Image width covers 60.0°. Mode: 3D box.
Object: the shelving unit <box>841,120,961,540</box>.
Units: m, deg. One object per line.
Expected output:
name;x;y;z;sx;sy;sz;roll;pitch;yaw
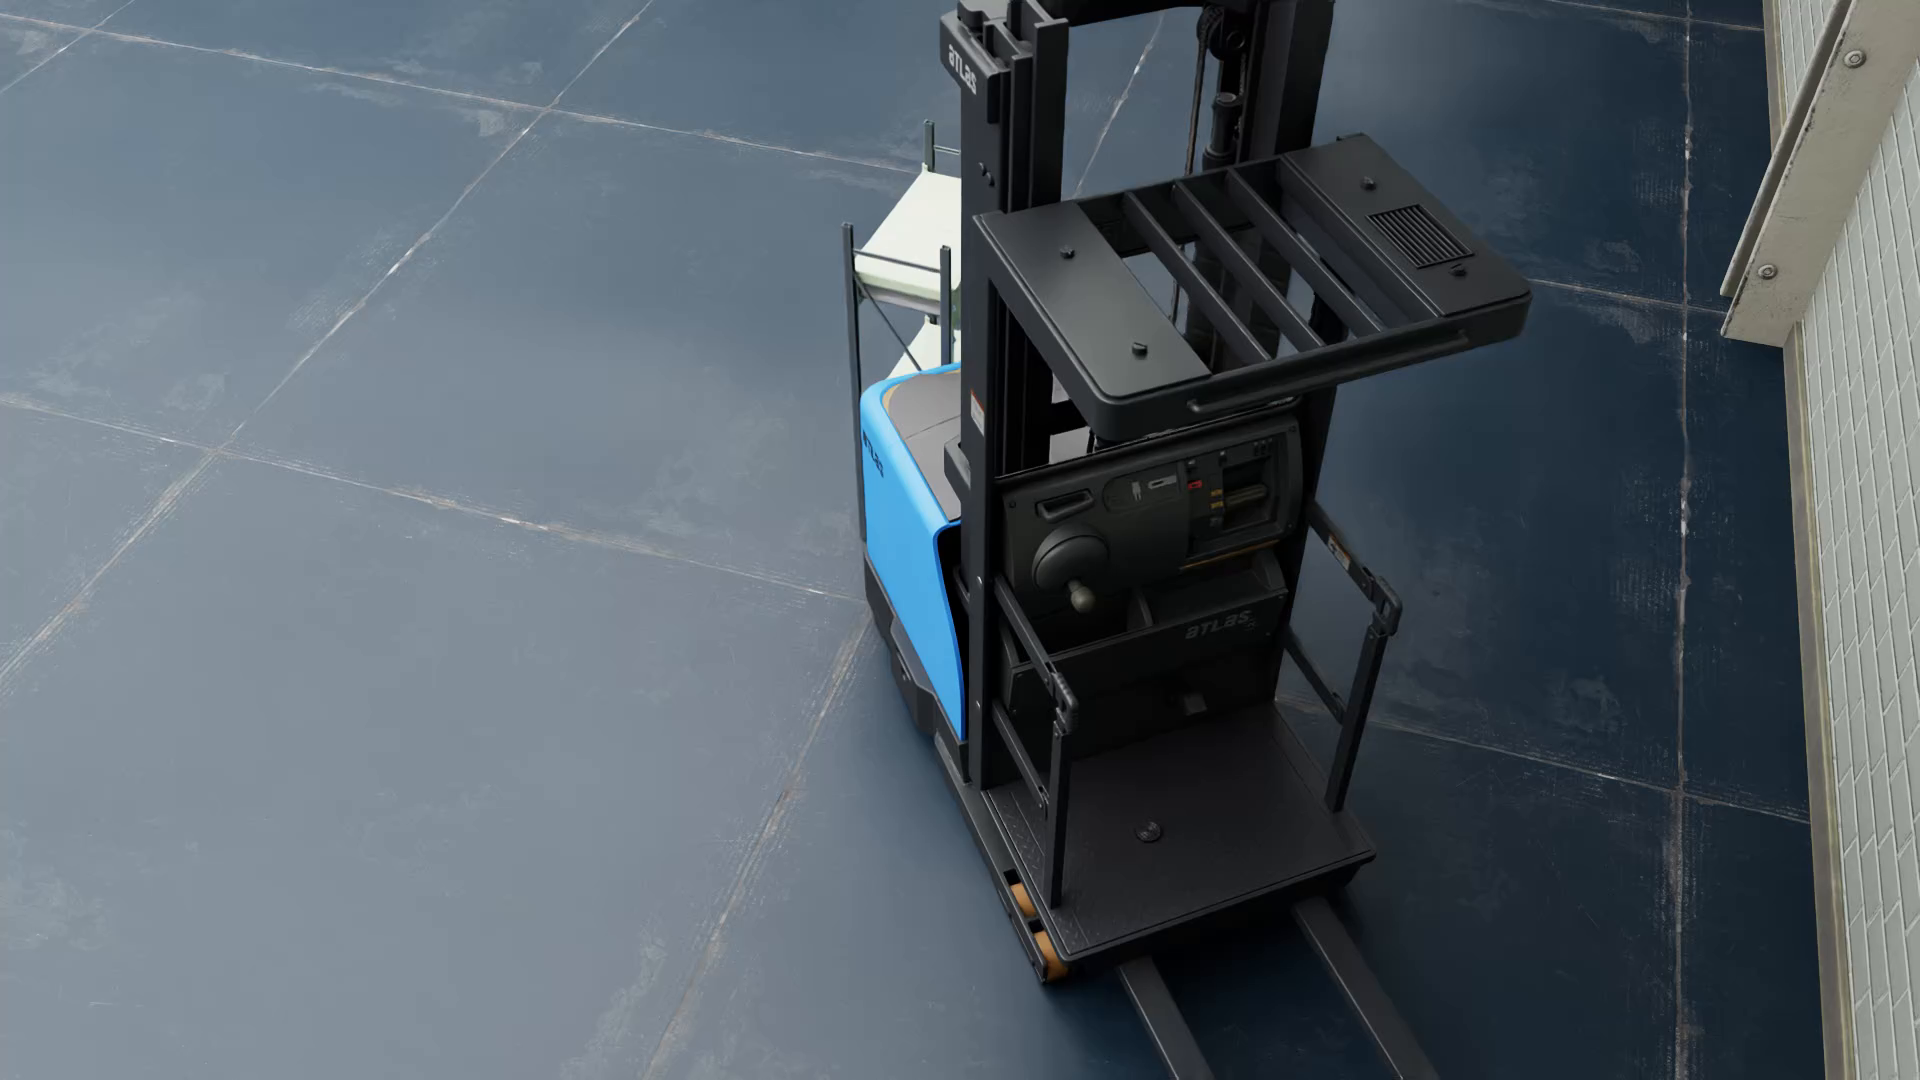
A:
shelving unit;-0.082;-0.738;6.432;0.431;1.500;0.755;16;47;15

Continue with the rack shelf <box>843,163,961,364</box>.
rack shelf;-0.082;-1.017;6.159;0.431;0.370;0.720;16;47;15

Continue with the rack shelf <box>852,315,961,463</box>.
rack shelf;-0.082;-0.505;6.660;0.431;0.370;0.720;16;47;15

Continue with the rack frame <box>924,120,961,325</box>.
rack frame;0.054;-0.976;6.675;0.400;1.500;0.023;16;47;15

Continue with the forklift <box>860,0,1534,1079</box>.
forklift;0.644;0.019;4.635;1.130;2.935;3.031;-15;46;-15

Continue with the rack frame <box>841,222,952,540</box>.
rack frame;-0.218;-0.500;6.189;0.400;1.500;0.023;16;47;15

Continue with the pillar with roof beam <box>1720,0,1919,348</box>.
pillar with roof beam;-0.365;-5.172;5.601;9.100;9.000;0.400;13;46;13
